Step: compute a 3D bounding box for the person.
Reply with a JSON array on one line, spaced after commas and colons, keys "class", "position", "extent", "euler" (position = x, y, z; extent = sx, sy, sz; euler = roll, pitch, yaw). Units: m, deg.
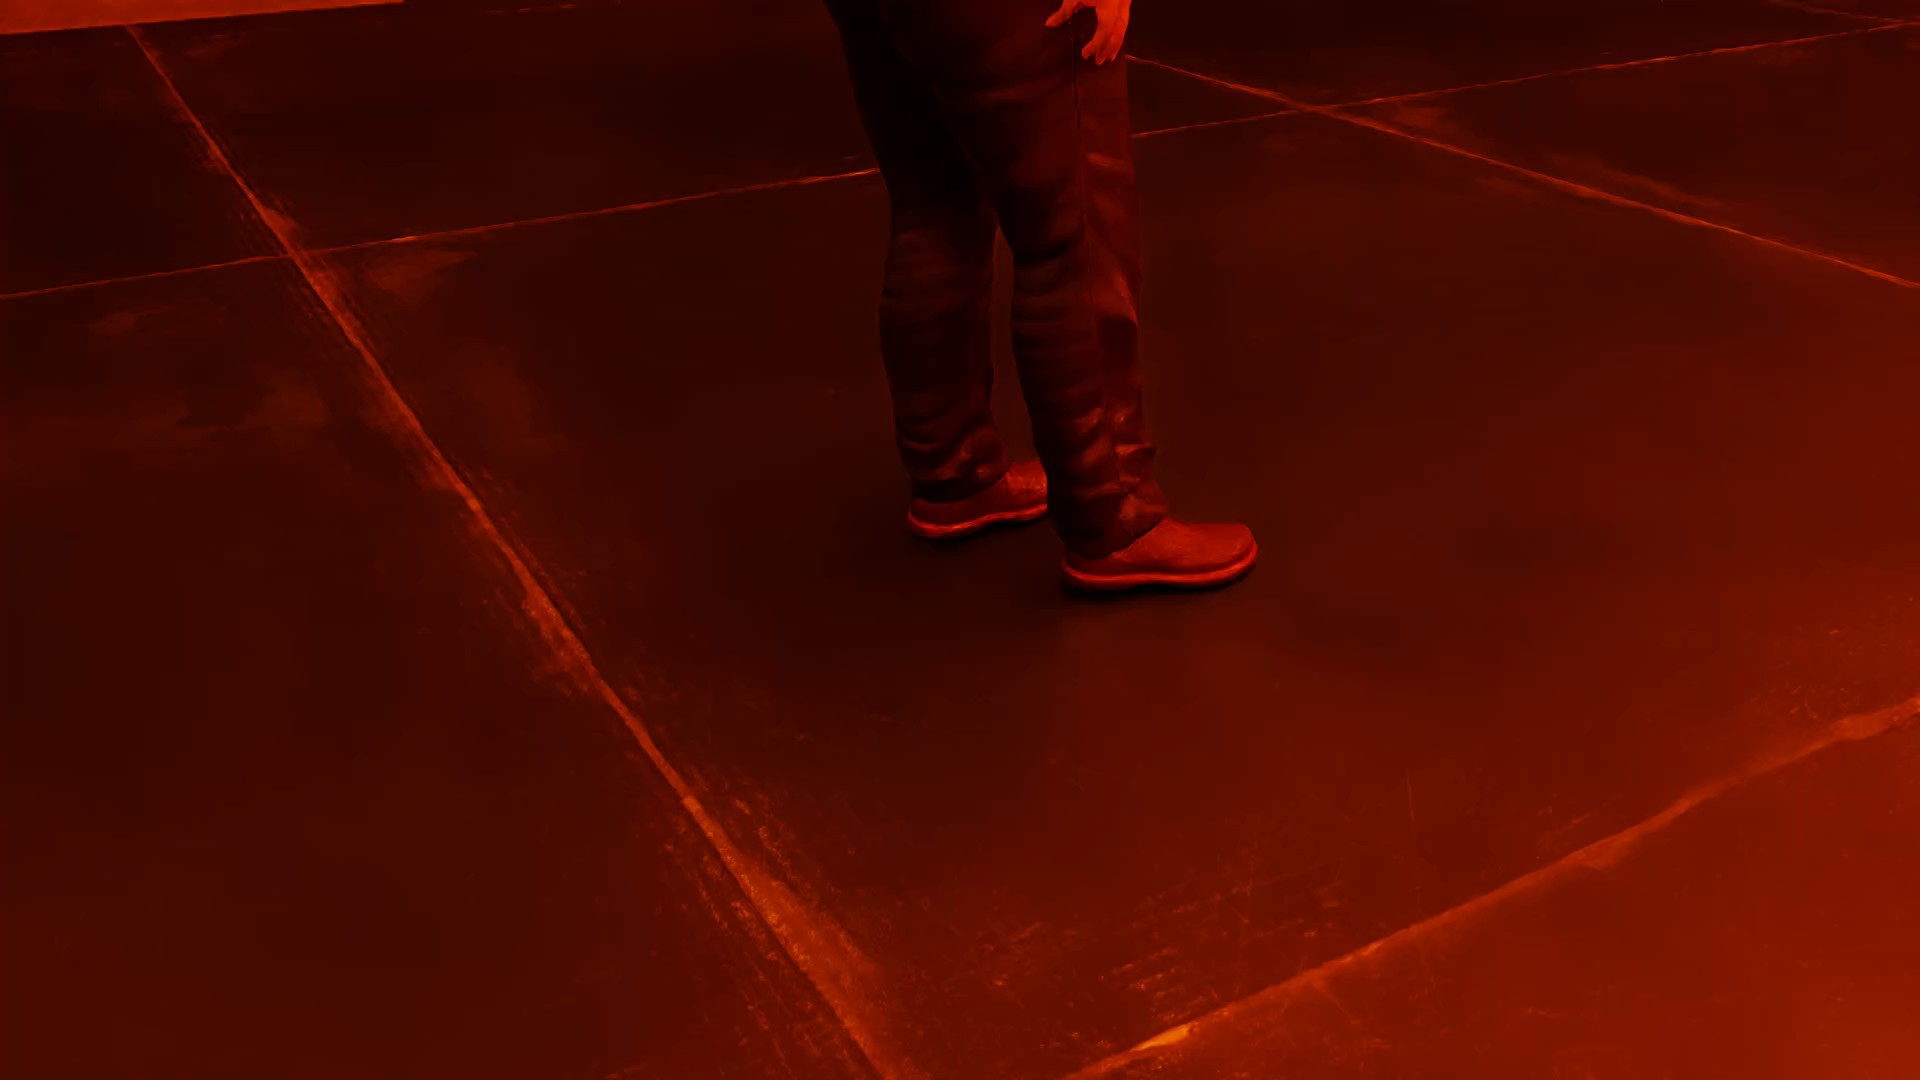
[{"class": "person", "position": [0.089, -0.752, 2.146], "extent": [0.502, 1.650, 0.599], "euler": [-15, 30, -26]}]
